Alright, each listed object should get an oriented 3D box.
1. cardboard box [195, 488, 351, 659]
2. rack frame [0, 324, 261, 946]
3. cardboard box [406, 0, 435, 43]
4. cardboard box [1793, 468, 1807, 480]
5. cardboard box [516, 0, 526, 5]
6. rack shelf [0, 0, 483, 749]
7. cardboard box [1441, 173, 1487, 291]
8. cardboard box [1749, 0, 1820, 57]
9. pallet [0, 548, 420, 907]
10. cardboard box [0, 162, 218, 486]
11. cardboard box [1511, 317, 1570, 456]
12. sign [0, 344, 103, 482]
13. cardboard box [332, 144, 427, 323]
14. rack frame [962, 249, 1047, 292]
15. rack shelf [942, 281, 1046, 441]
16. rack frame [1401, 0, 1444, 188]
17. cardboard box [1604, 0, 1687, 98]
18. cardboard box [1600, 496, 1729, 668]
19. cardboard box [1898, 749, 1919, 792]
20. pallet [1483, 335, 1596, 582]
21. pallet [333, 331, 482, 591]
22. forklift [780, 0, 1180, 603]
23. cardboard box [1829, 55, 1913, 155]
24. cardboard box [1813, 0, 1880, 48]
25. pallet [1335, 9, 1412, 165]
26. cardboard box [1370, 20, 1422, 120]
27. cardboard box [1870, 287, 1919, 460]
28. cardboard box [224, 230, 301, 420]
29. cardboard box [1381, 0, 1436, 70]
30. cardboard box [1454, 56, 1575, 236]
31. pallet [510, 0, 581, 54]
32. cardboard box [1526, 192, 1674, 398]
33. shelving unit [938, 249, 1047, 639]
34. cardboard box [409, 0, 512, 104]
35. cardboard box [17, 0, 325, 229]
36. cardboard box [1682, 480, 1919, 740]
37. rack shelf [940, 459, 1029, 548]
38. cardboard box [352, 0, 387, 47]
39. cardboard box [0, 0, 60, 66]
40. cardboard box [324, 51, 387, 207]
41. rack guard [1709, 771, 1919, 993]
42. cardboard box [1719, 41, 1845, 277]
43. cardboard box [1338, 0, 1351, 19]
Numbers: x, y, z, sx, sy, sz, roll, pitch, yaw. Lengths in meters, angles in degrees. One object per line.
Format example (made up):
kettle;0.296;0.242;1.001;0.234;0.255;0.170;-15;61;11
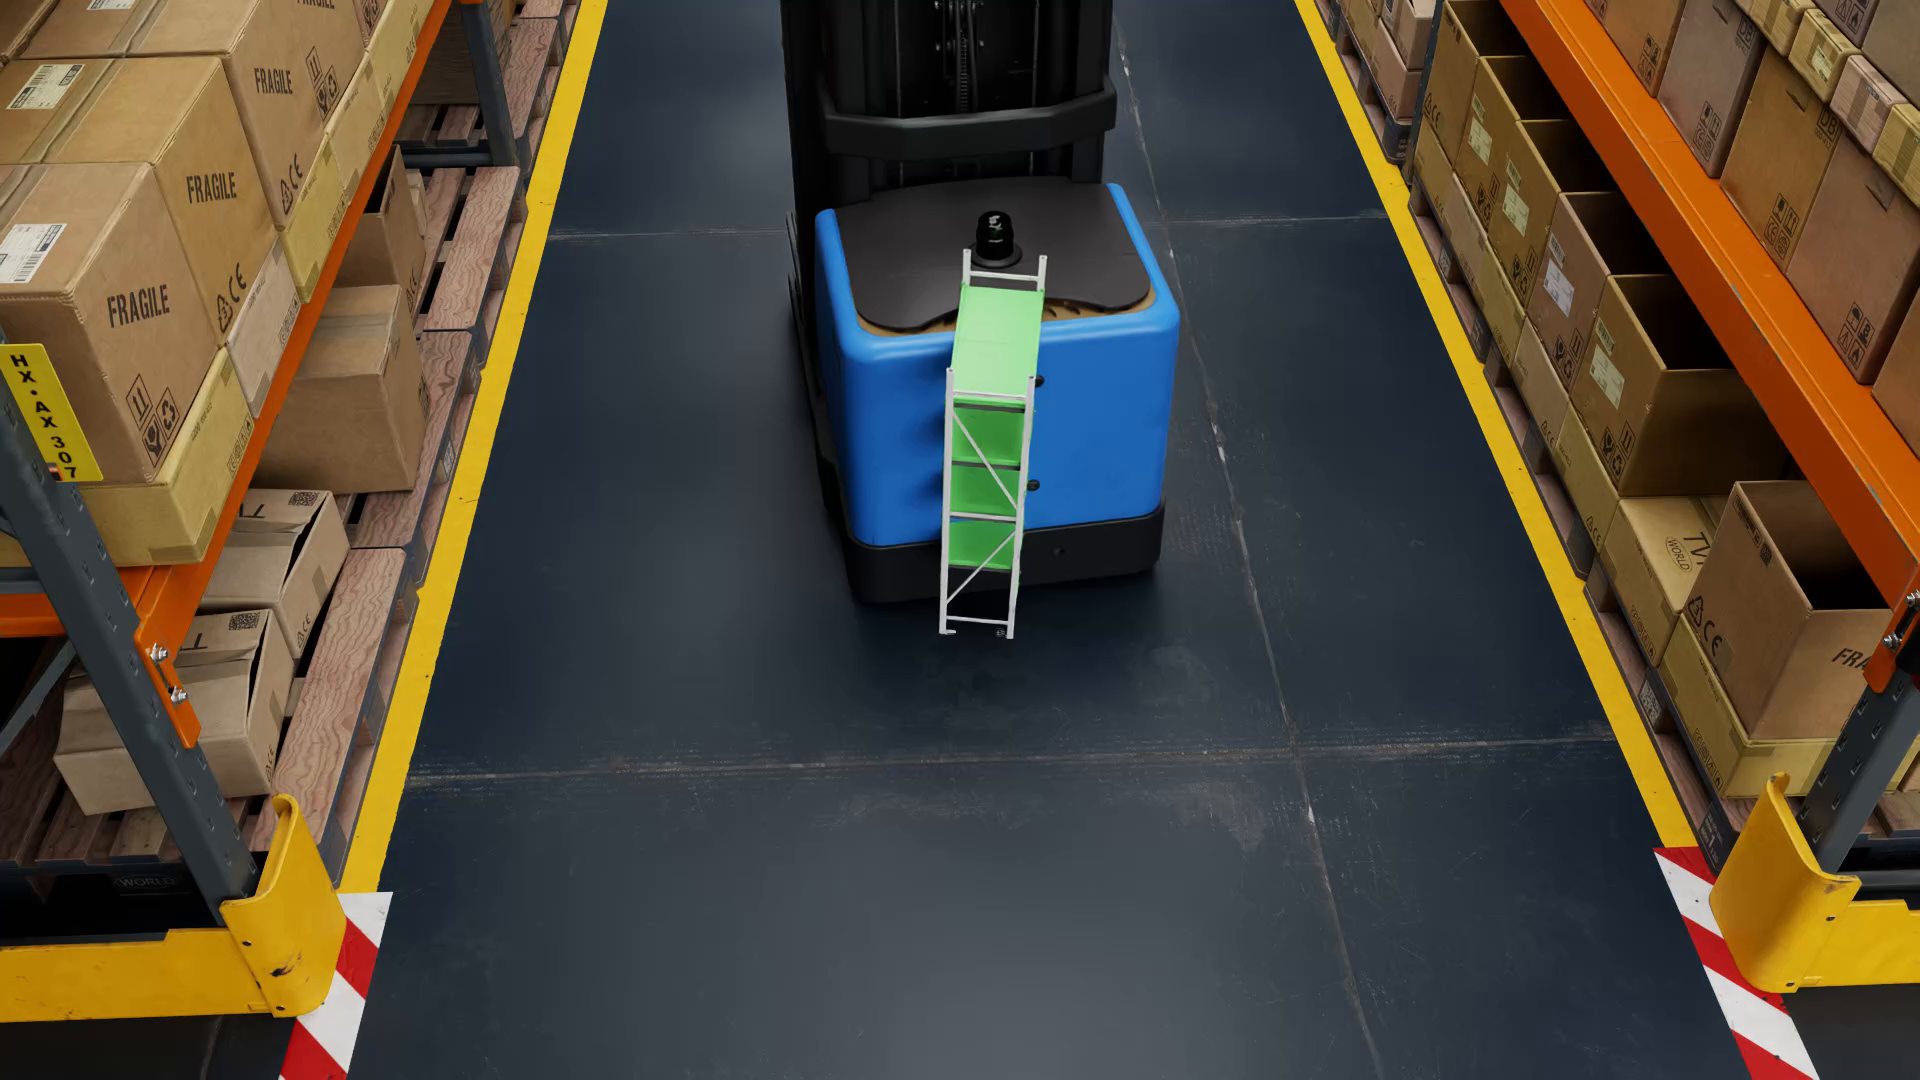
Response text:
cardboard box;-2.234;0.073;5.115;0.500;0.311;0.500;2;43;2
rack frame;-2.270;0.098;3.423;1.000;3.000;0.127;-2;43;-2
cardboard box;-2.104;-1.906;5.706;0.500;0.250;0.500;-1;43;-2
cardboard box;2.855;-0.170;4.884;0.500;0.500;0.500;-2;43;-2
cardboard box;-2.541;-3.032;8.362;0.700;0.500;0.500;-1;43;-1
rack shelf;-2.355;-0.987;5.139;1.077;0.370;4.000;-2;43;-2
cardboard box;2.242;-1.228;6.594;0.500;0.250;0.500;-2;43;-2
cardboard box;2.416;-1.449;4.557;0.380;0.149;0.250;-1;43;-1
pallet;-2.273;0.526;5.020;1.003;0.211;1.213;-2;43;-2
cardboard box;-1.990;-0.461;3.574;0.500;0.500;0.500;-2;43;-2
cardboard box;2.285;-0.553;5.858;0.500;0.250;0.500;-2;43;-2
sign;-1.728;-0.236;3.147;0.100;0.325;0.005;-2;43;-2
cardboard box;-2.356;-1.143;6.302;0.500;0.500;0.500;-5;43;-5
rack frame;0.115;-0.445;5.260;0.240;1.200;0.015;5;51;2
rack shelf;0.102;-0.520;4.784;0.258;0.148;0.480;5;51;2
rack frame;2.509;-2.747;6.527;1.000;3.000;0.127;-2;43;-2
cardboard box;2.580;-1.789;5.408;0.700;0.500;0.500;-1;43;-1
cardboard box;2.328;0.122;5.121;0.500;0.250;0.500;-2;43;-2
cardboard box;2.878;0.444;4.770;0.500;0.250;0.500;-2;43;-2
pallet;2.556;-0.355;5.981;1.003;0.211;1.213;-2;43;-2
pallet;-2.321;-0.296;5.917;1.003;0.211;1.213;-2;43;-2
forklift;-0.084;-1.880;5.632;1.130;2.935;3.031;-7;43;-7
cardboard box;2.440;-1.094;4.169;0.380;0.149;0.250;-1;43;-1
cardboard box;2.620;-1.608;4.250;0.700;0.500;0.500;-1;43;-2
pallet;2.439;-2.215;8.010;1.003;0.211;1.213;-2;43;-2
cardboard box;2.202;-2.159;7.610;0.500;0.250;0.500;-2;43;-2
cardboard box;2.672;-0.399;3.891;0.700;0.500;0.500;-2;43;-2
cardboard box;-2.010;-0.542;4.218;0.500;0.250;0.500;-3;43;-3
cardboard box;2.205;-2.360;7.414;0.500;0.311;0.500;-2;43;-2
cardboard box;2.245;-1.505;6.341;0.500;0.500;0.500;-2;43;-2
pallet;-2.529;-2.925;8.785;1.003;0.211;1.213;-2;43;-2
cardboard box;2.282;-0.830;5.604;0.500;0.500;0.500;-2;43;-2
shelving unit;0.091;-0.257;5.106;0.258;1.200;0.503;5;51;2
cardboard box;-2.488;-2.339;7.606;0.700;0.500;0.500;0;43;0
cardboard box;-2.017;-1.144;4.319;0.500;0.500;0.500;-3;43;-3
cardboard box;2.359;0.183;4.500;0.500;0.500;0.500;-2;43;-2
rack shelf;0.090;-0.217;5.156;0.258;0.148;0.480;5;51;2
cardboard box;-2.073;-1.843;5.082;0.500;0.500;0.500;-3;43;-3
cardboard box;-2.540;-1.131;4.305;0.500;0.500;0.500;-3;43;-3
cardboard box;-2.045;-1.228;4.966;0.500;0.250;0.500;-1;43;-1
rack guard;2.680;0.891;4.407;1.175;0.500;0.348;-2;43;-2
cardboard box;2.629;-1.088;4.643;0.700;0.500;0.500;-1;43;-2
cardboard box;2.160;-2.846;8.359;0.500;0.250;0.500;-1;43;-1
